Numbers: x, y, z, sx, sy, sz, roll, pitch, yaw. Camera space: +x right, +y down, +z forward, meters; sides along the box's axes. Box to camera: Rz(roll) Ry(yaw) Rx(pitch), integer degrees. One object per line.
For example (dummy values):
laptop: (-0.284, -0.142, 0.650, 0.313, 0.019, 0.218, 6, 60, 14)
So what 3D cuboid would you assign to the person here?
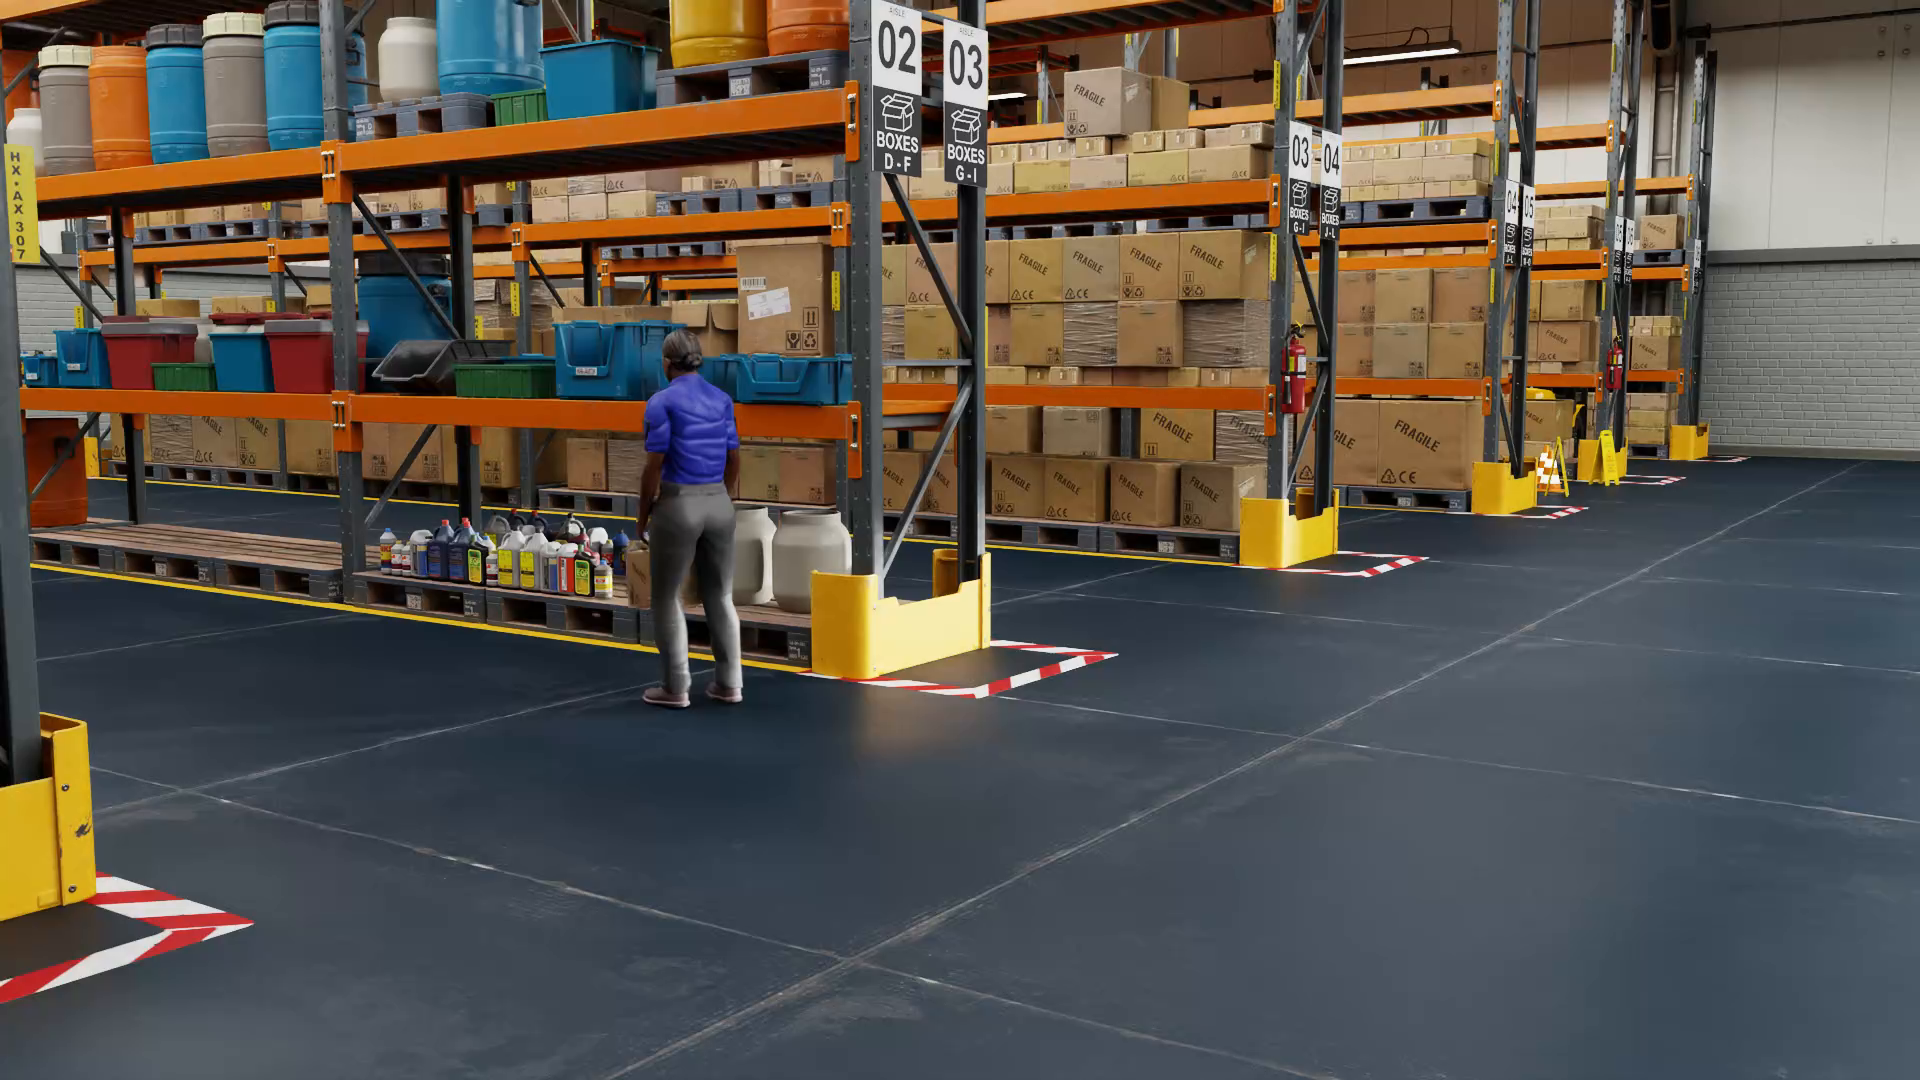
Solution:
person: (-1.199, -0.093, 7.335, 0.492, 1.660, 0.398, -5, 8, -38)
